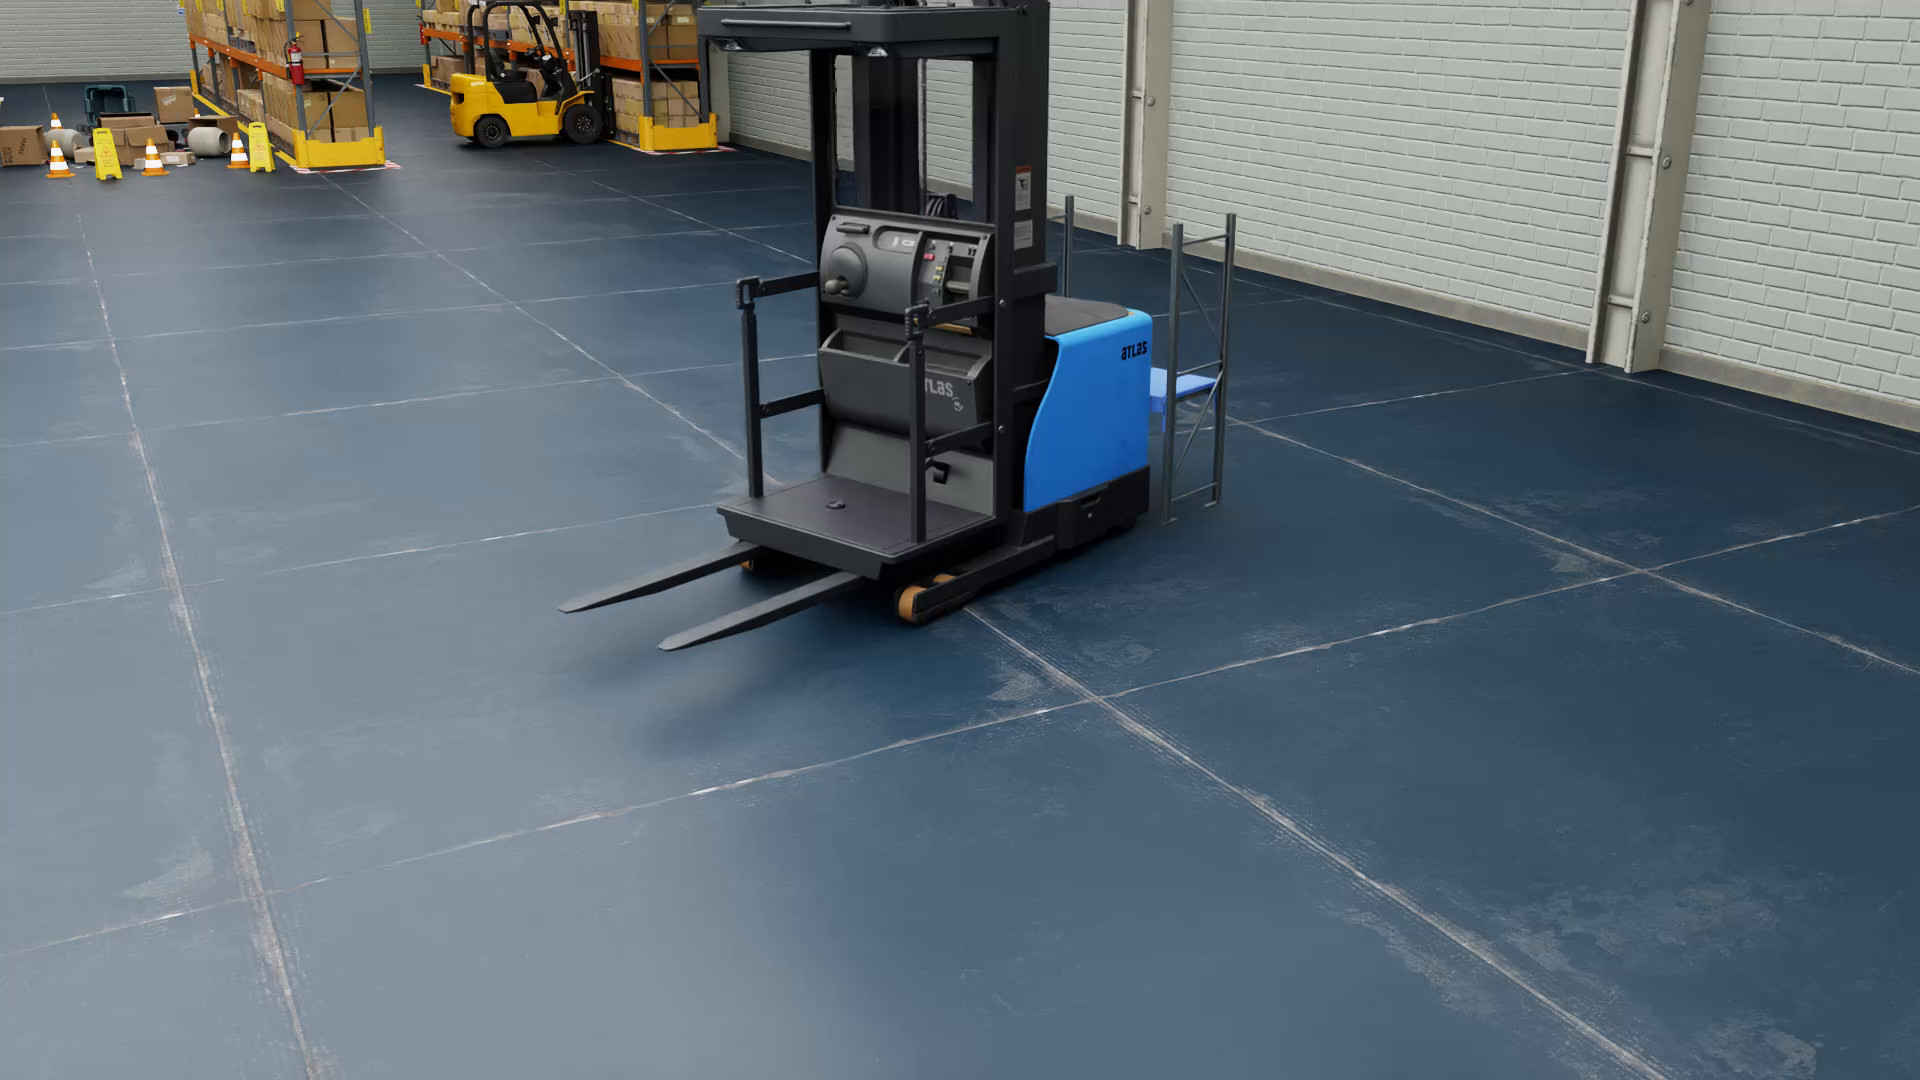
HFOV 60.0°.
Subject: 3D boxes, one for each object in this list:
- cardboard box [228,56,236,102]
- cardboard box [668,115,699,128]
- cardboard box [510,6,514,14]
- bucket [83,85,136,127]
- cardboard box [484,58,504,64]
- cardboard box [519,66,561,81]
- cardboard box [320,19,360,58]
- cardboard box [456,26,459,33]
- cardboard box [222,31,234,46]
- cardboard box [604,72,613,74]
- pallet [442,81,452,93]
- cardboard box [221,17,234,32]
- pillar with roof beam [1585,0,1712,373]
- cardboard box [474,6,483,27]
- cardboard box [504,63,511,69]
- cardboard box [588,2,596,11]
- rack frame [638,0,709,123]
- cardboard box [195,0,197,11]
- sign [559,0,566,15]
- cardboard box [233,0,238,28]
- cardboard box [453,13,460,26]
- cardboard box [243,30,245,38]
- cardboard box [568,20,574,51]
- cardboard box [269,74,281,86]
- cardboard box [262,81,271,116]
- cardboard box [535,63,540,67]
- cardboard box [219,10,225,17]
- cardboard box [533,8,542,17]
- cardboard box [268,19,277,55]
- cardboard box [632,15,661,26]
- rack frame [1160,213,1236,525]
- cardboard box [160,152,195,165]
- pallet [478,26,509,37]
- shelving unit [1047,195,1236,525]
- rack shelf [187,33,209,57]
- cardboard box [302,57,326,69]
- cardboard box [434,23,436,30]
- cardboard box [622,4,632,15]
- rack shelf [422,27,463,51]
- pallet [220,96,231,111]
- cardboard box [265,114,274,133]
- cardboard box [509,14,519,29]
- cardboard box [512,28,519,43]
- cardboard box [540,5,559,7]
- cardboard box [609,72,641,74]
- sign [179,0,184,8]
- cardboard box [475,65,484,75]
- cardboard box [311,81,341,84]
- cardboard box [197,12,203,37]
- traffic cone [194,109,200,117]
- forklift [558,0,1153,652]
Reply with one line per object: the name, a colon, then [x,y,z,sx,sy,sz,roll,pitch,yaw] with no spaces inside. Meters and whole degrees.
cardboard box: [-13.187,-8.667,31.263,0.875,0.875,0.875,-10,21,-26]
cardboard box: [-4.408,-6.548,26.081,0.500,0.250,0.500,-10,21,-26]
cardboard box: [-8.254,-9.991,31.340,0.380,0.149,0.250,-9,21,-25]
bucket: [-12.828,-6.550,25.203,0.726,0.611,0.620,-3,9,-8]
cardboard box: [-9.550,-9.809,34.152,0.380,0.149,0.250,-10,21,-27]
cardboard box: [-7.862,-8.669,31.654,0.875,0.625,0.625,-9,21,-25]
cardboard box: [-8.695,-7.075,23.427,0.500,0.500,0.500,-10,22,-27]
cardboard box: [-10.562,-10.928,35.587,0.380,0.149,0.250,-9,21,-25]
cardboard box: [-12.981,-9.039,29.957,0.500,0.250,0.500,-11,22,-29]
cardboard box: [-6.059,-7.662,27.776,0.500,0.250,0.500,-10,21,-27]
pallet: [-10.954,-10.153,37.230,1.003,0.211,1.213,-10,21,-27]
cardboard box: [-12.966,-9.270,29.860,0.500,0.250,0.500,-10,21,-27]
pillar with roof beam: [0.874,-4.819,8.303,9.100,9.000,0.400,-10,21,-27]
cardboard box: [-9.394,-10.621,33.516,0.700,0.500,0.500,-10,21,-27]
cardboard box: [-8.760,-9.274,32.604,0.380,0.149,0.250,-11,22,-29]
cardboard box: [-5.845,-8.690,27.114,0.380,0.149,0.250,-10,22,-28]
rack frame: [-4.347,-7.478,25.204,1.000,3.000,0.127,-10,21,-27]
cardboard box: [-15.113,-10.913,33.471,0.500,0.500,0.500,-10,22,-27]
sign: [-6.719,-9.049,28.105,0.100,0.325,0.005,-10,21,-27]
cardboard box: [-11.991,-8.926,28.148,0.500,0.500,0.500,-10,21,-26]
cardboard box: [-10.502,-11.101,35.478,0.500,0.250,0.500,-9,21,-25]
cardboard box: [-11.797,-8.491,27.881,0.380,0.149,0.250,-9,21,-25]
cardboard box: [-6.266,-8.506,28.030,0.500,0.500,0.500,-11,22,-28]
cardboard box: [-10.188,-6.936,25.060,0.380,0.149,0.250,-9,21,-24]
cardboard box: [-10.571,-6.898,25.947,0.500,0.500,0.500,-9,21,-24]
cardboard box: [-8.119,-9.296,32.667,0.380,0.149,0.250,-9,21,-24]
cardboard box: [-12.988,-9.633,29.762,0.500,0.500,0.500,-11,22,-28]
cardboard box: [-7.431,-9.470,29.830,0.380,0.149,0.250,-11,22,-28]
cardboard box: [-9.682,-7.298,24.073,0.500,0.500,0.500,-10,21,-27]
cardboard box: [-4.758,-7.888,25.245,0.380,0.149,0.250,-10,21,-26]
rack frame: [1.187,-0.847,8.288,0.032,1.500,0.500,16,25,39]
cardboard box: [-11.113,-5.424,23.621,0.380,0.149,0.250,1,19,2]
pallet: [-9.074,-10.241,33.507,1.003,0.211,1.213,-10,21,-27]
shelving unit: [0.809,-0.958,8.609,1.048,1.500,0.538,16,25,39]
rack shelf: [-15.362,-10.387,34.738,1.077,0.370,4.000,-10,21,-27]
cardboard box: [-9.080,-6.664,23.229,0.380,0.149,0.250,-9,21,-25]
cardboard box: [-11.647,-11.598,37.528,0.380,0.149,0.250,-9,21,-25]
cardboard box: [-4.995,-8.180,25.634,0.380,0.149,0.250,-9,21,-25]
rack shelf: [-10.995,-11.157,36.969,1.077,0.370,4.000,-10,21,-27]
pallet: [-13.979,-8.625,32.803,1.003,0.211,1.213,-10,21,-27]
cardboard box: [-10.571,-6.544,26.069,0.500,0.250,0.500,-11,22,-29]
cardboard box: [-8.172,-9.771,31.313,0.500,0.250,0.500,-10,21,-27]
cardboard box: [-8.150,-9.539,31.405,0.500,0.250,0.500,-10,21,-26]
cardboard box: [-7.813,-10.067,31.558,0.380,0.149,0.250,-9,21,-25]
cardboard box: [-5.589,-7.743,28.012,0.500,0.250,0.500,-10,22,-27]
sign: [-16.803,-11.664,35.886,0.100,0.325,0.005,-10,21,-27]
cardboard box: [-9.752,-9.615,34.585,0.500,0.500,0.500,-10,22,-27]
cardboard box: [-9.853,-6.836,25.765,0.500,0.500,0.500,-10,21,-26]
cardboard box: [-15.106,-10.441,33.637,0.500,0.500,0.500,-11,22,-28]
traffic cone: [-12.434,-6.796,27.118,0.336,0.463,0.334,-10,21,-27]
forklift: [-0.384,-1.208,7.139,1.130,2.935,3.031,15,24,37]
